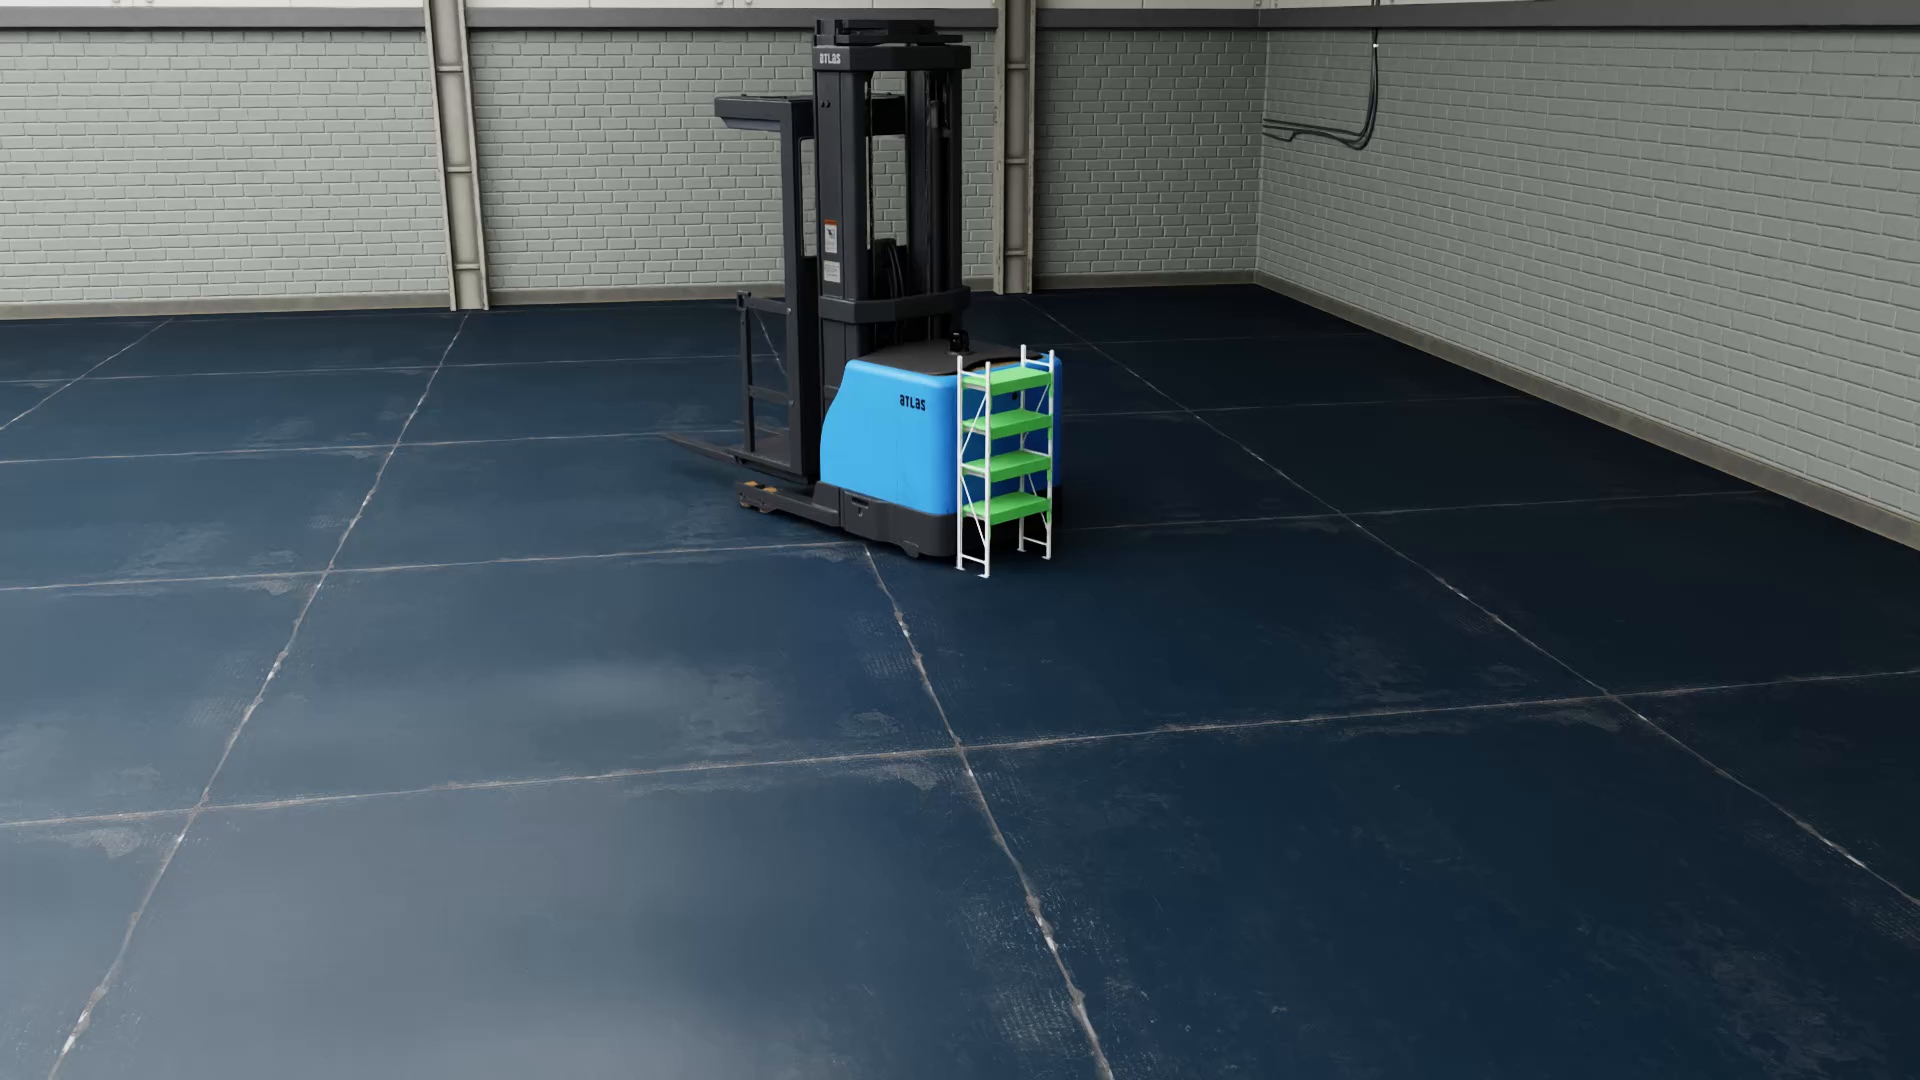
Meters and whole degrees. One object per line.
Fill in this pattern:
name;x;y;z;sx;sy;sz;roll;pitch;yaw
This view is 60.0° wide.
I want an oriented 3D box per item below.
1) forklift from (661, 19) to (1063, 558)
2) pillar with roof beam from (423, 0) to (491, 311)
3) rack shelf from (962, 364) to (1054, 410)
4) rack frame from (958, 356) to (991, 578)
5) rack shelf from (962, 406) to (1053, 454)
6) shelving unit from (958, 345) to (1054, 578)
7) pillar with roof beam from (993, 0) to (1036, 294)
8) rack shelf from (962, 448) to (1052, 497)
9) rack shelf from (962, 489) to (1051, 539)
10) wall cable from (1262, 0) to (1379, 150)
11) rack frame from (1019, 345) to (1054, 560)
forklift;-0.770;-1.654;10.205;1.130;2.935;3.031;-16;23;-41
pillar with roof beam;-4.471;-5.572;12.626;0.400;9.000;9.100;-3;17;-10
rack shelf;0.252;-0.836;9.073;0.480;0.148;0.258;-16;23;-41
rack frame;0.075;-0.389;9.035;0.015;1.200;0.240;-16;23;-41
rack shelf;0.252;-0.607;9.144;0.480;0.148;0.258;-16;23;-41
shelving unit;0.252;-0.438;9.195;0.503;1.200;0.258;-16;23;-41
pillar with roof beam;1.420;-5.906;13.714;0.400;9.000;9.100;-3;17;-10
rack shelf;0.252;-0.377;9.214;0.480;0.148;0.258;-16;23;-41
rack shelf;0.252;-0.148;9.285;0.480;0.148;0.258;-16;23;-41
wall cable;3.747;-5.446;17.504;0.112;2.526;3.097;-3;17;-10
rack frame;0.429;-0.488;9.356;0.015;1.200;0.240;-16;23;-41
